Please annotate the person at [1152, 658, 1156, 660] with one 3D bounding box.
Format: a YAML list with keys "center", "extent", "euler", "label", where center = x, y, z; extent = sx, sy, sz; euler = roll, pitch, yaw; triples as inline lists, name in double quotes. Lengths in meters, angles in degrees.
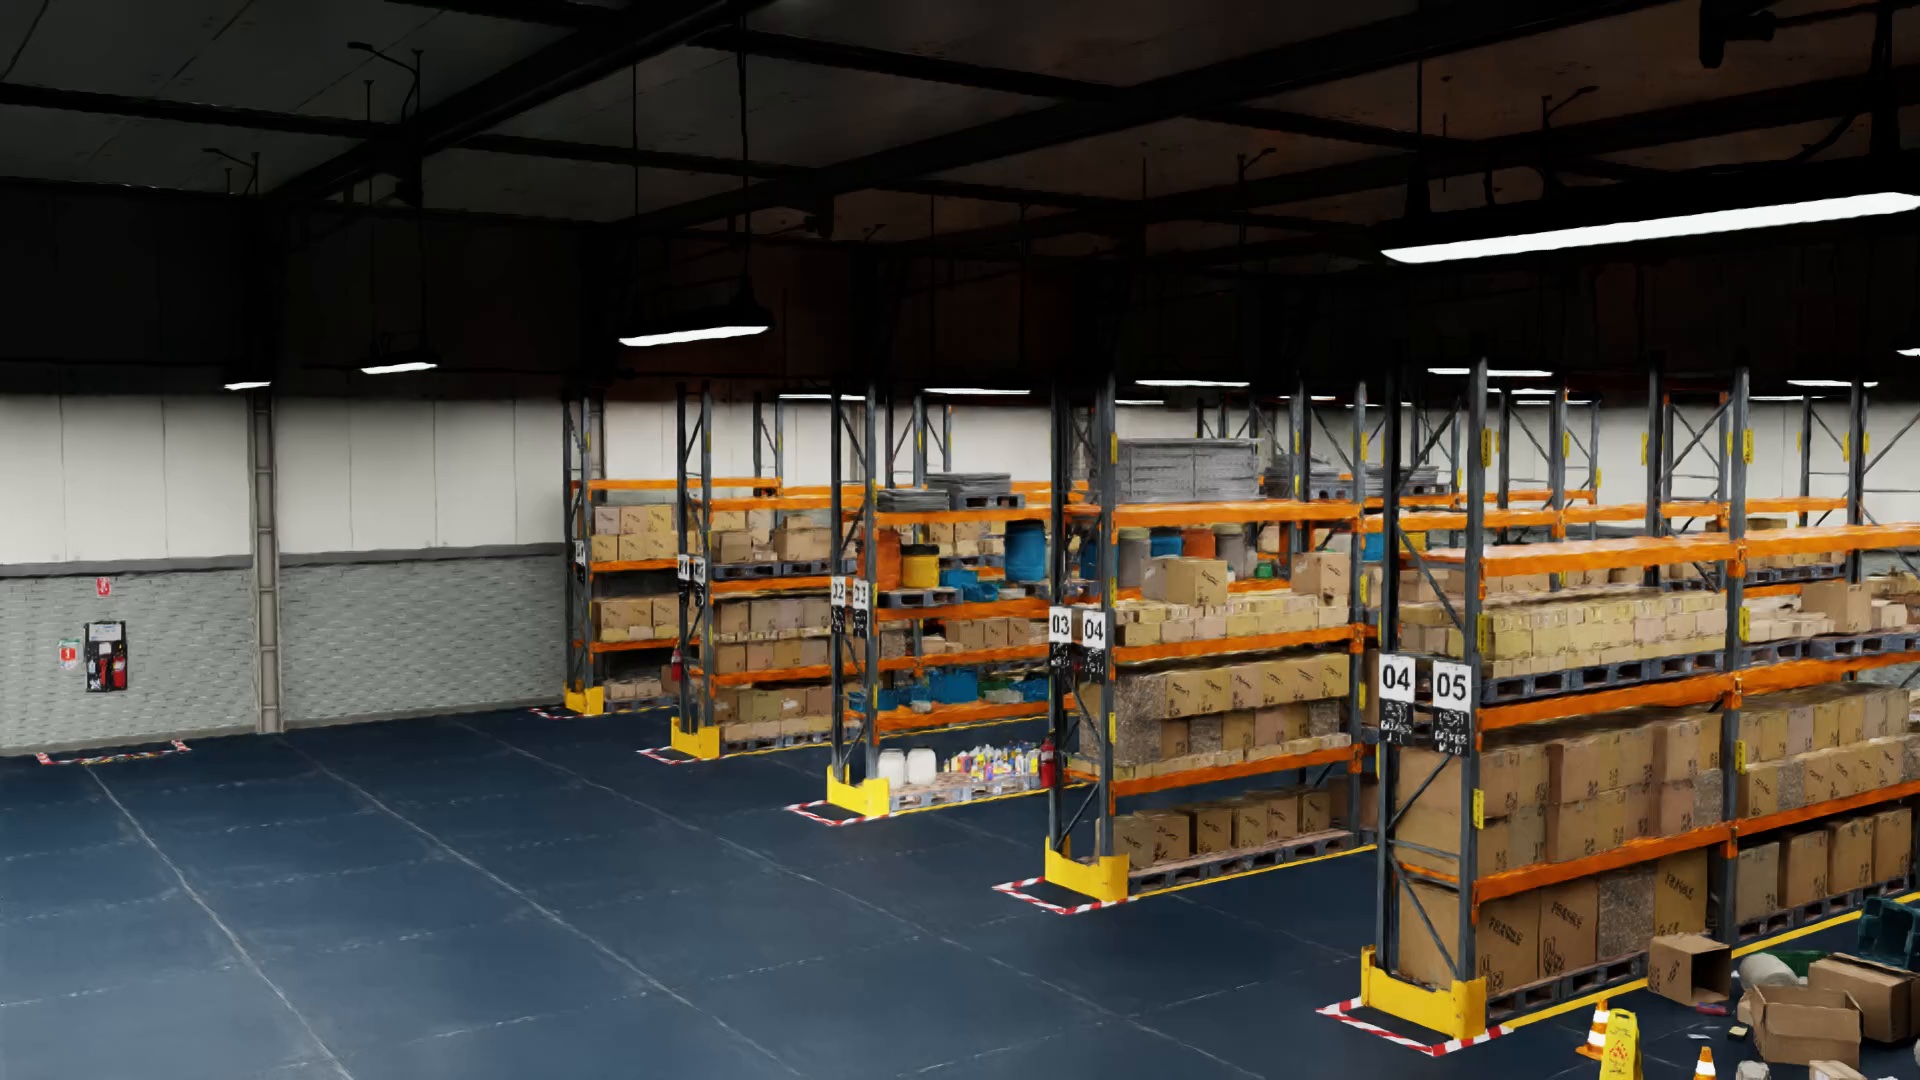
- center: [3.121, 2.517, 27.848]
  extent: [1.115, 1.700, 0.543]
  euler: [-2, 4, -32]
  label: "person"
